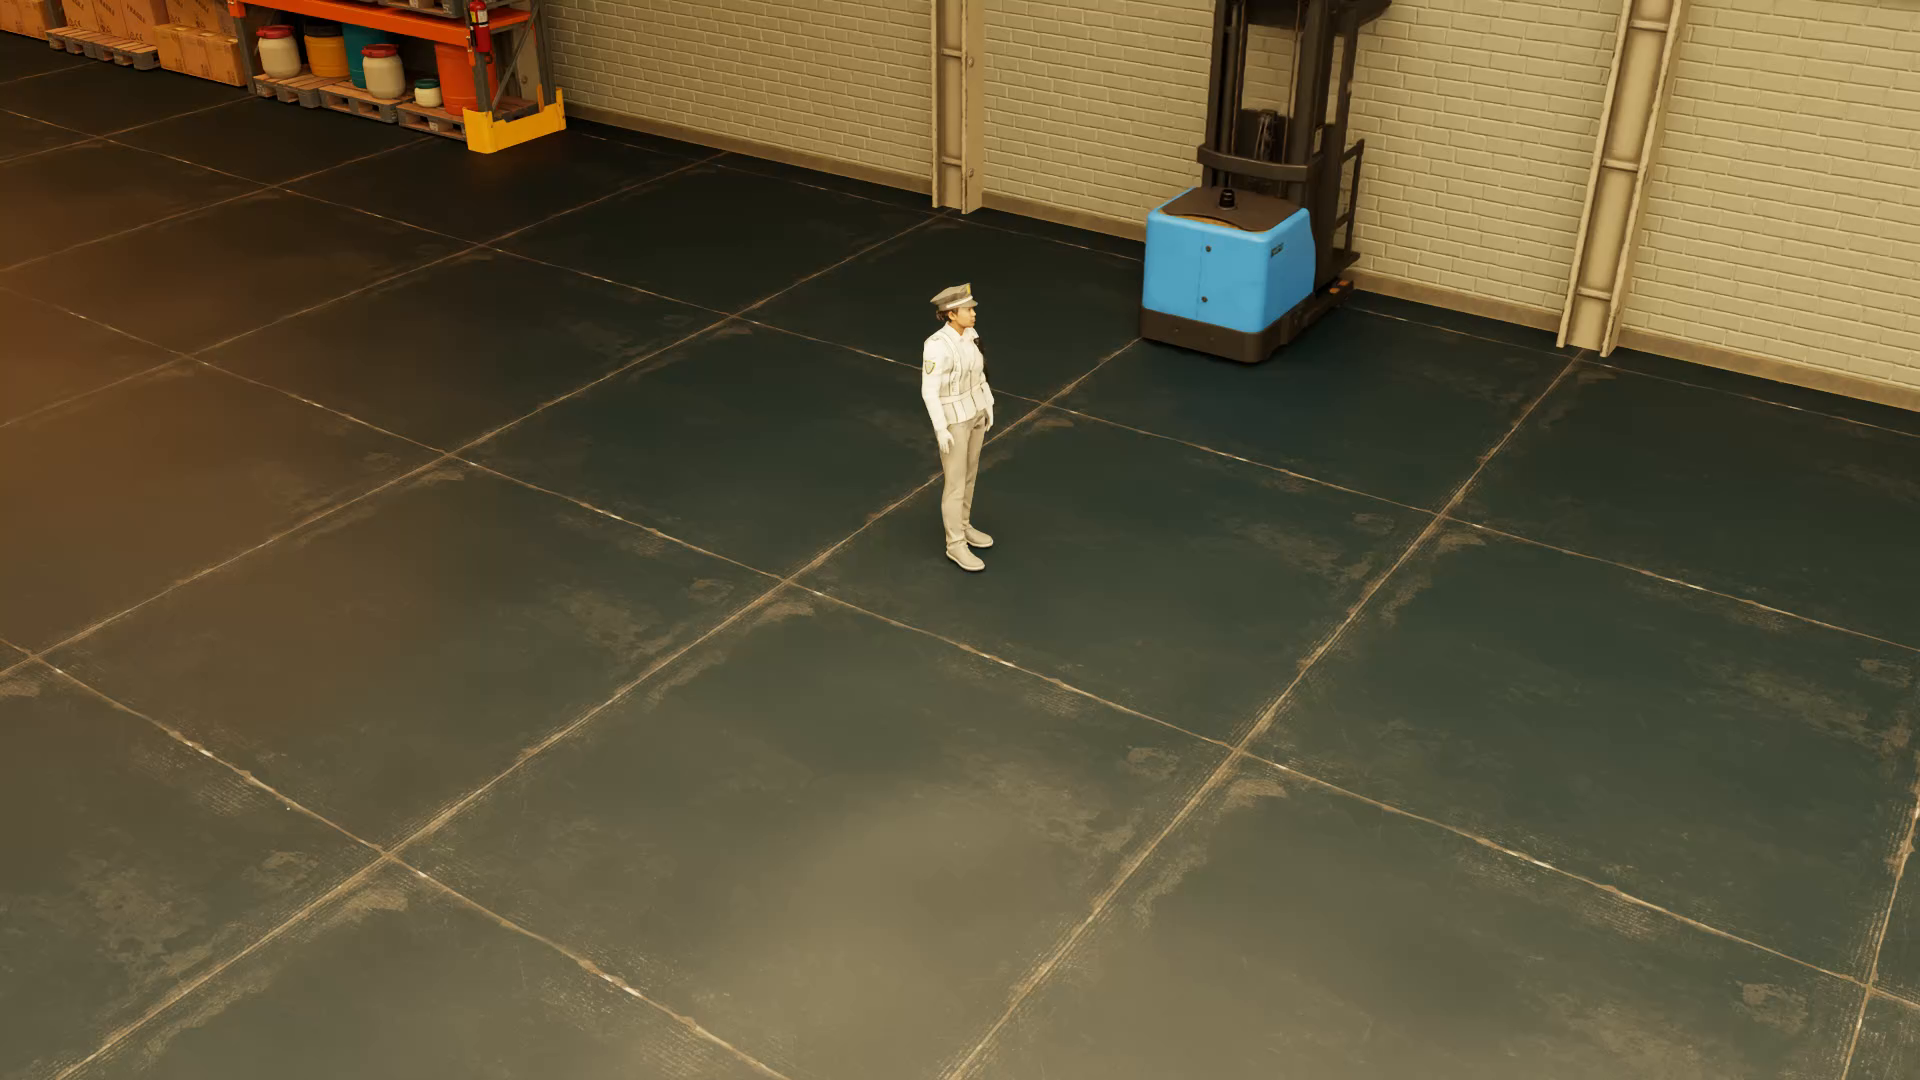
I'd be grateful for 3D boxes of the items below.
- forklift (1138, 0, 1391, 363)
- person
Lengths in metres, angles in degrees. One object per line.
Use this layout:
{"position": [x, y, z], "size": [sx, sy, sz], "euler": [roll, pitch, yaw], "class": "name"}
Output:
{"position": [2.647, -3.315, 13.290], "size": [1.130, 2.935, 3.031], "euler": [18, 35, 29], "class": "forklift"}
{"position": [0.053, -0.717, 10.033], "size": [0.531, 1.695, 0.588], "euler": [19, 35, 29], "class": "person"}
